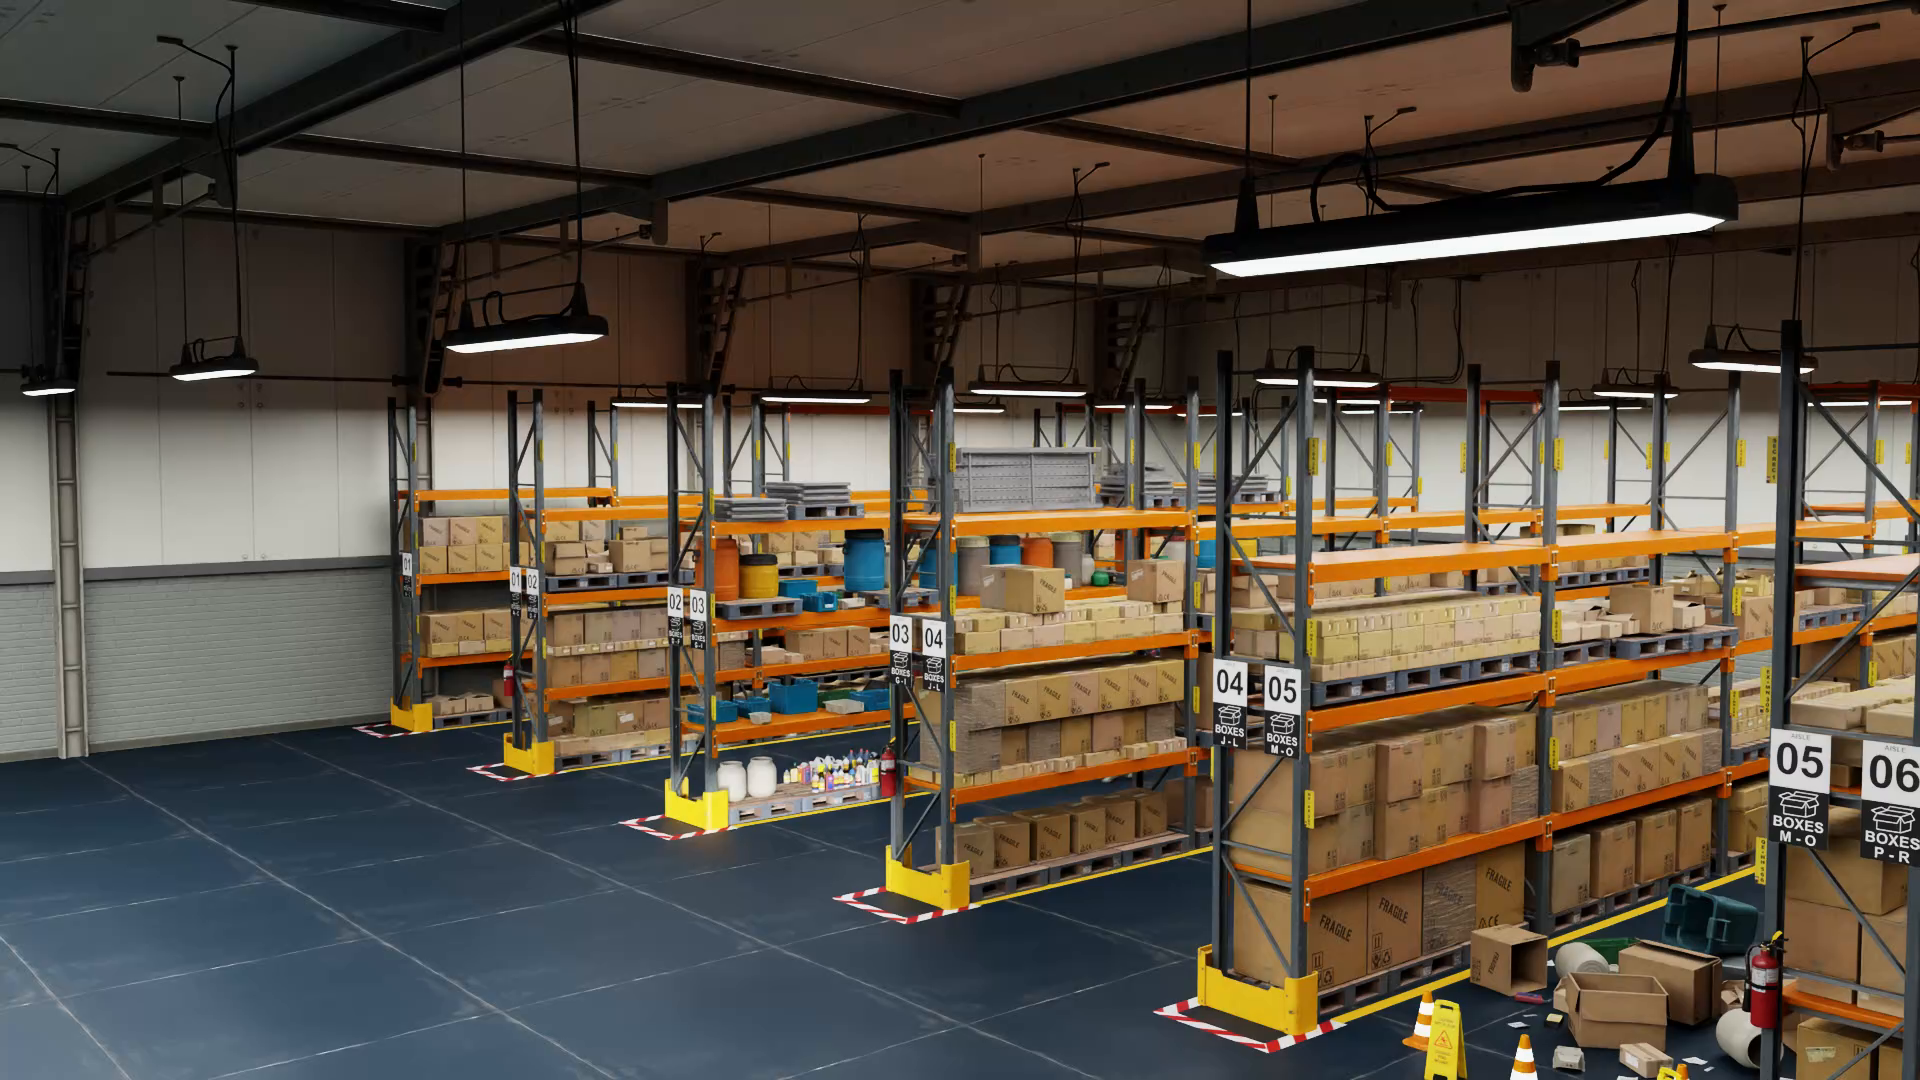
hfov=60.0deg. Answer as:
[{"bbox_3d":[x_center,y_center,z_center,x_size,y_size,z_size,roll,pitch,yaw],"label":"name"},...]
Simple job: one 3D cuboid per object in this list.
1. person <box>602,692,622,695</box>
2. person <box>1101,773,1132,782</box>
[{"bbox_3d":[-6.288,2.608,29.603,0.494,1.608,0.933,2,4,25],"label":"person"},{"bbox_3d":[2.490,2.804,25.472,0.665,1.793,0.621,-3,4,-40],"label":"person"}]
